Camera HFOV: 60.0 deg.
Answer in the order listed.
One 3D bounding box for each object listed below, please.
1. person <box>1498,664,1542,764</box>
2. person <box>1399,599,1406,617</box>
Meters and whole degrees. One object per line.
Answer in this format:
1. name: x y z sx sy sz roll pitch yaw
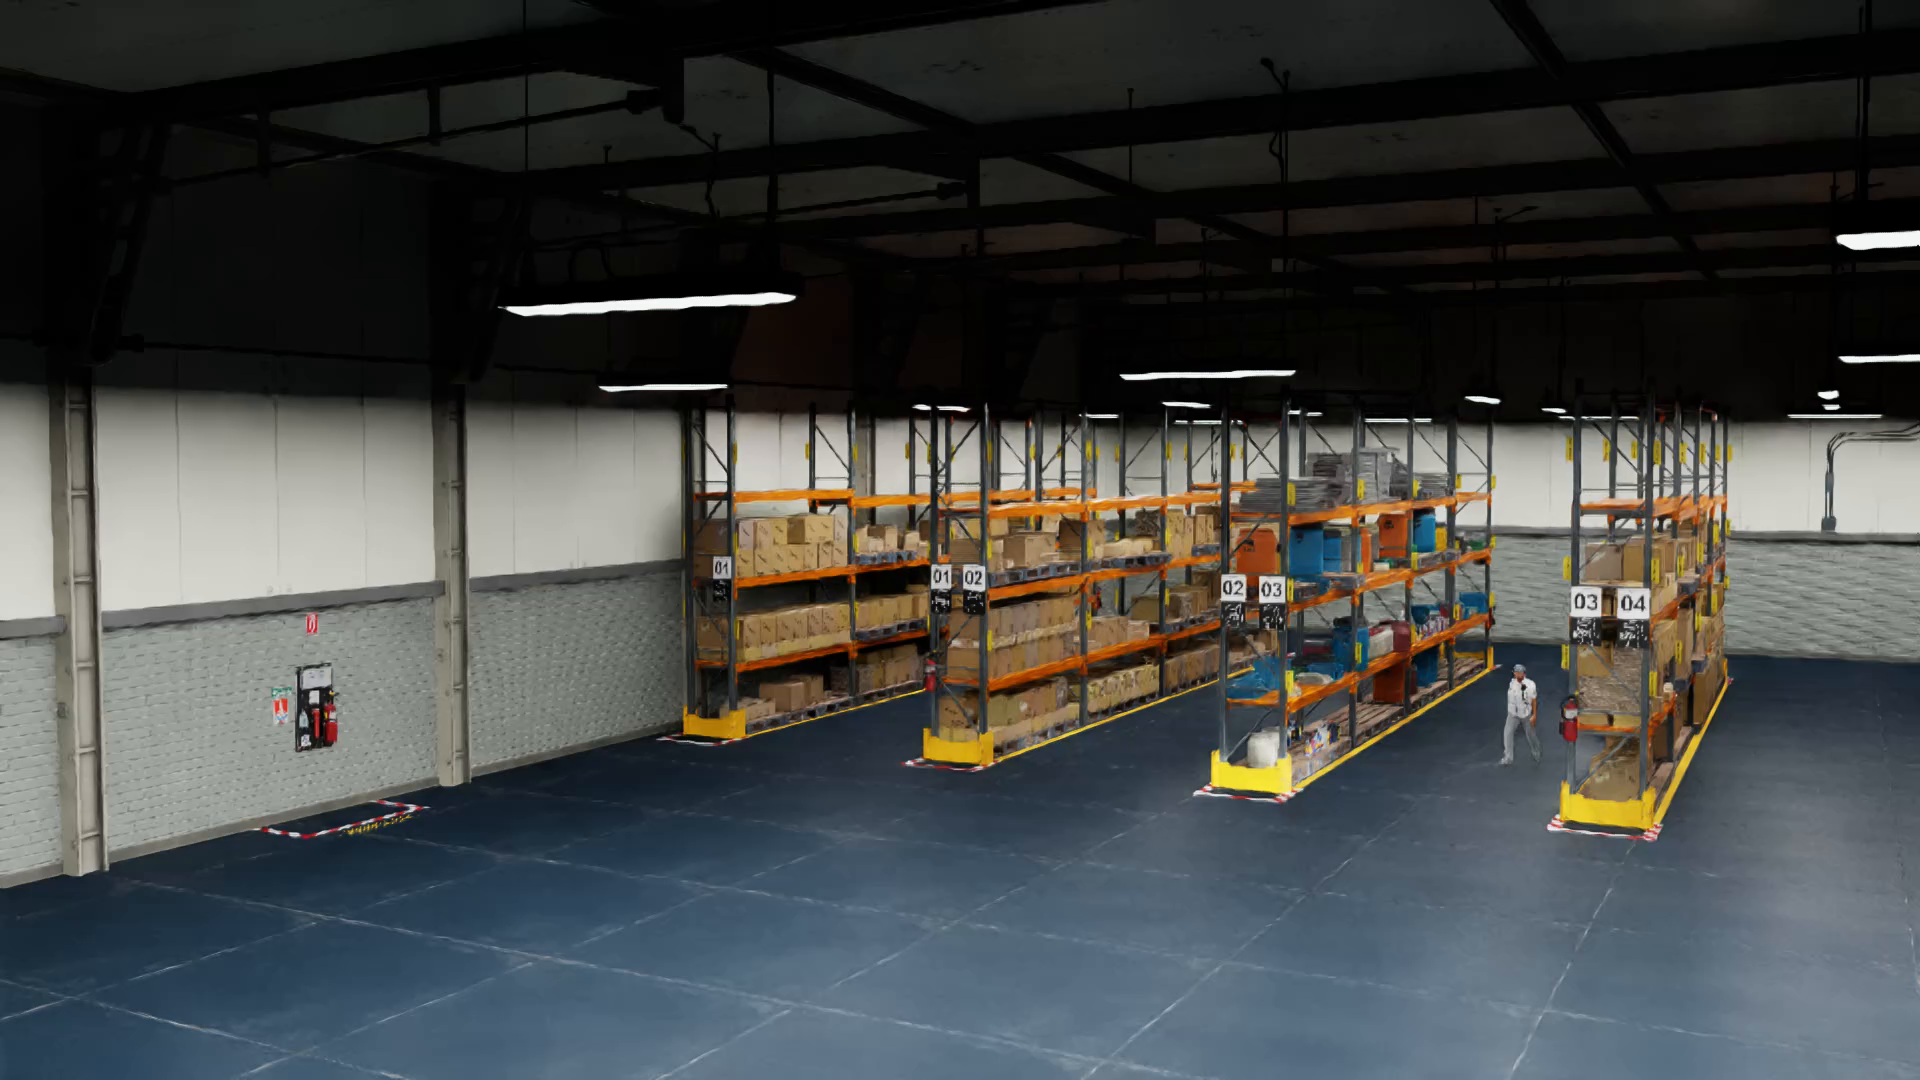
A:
1. person: 9.055 2.783 26.707 0.498 1.610 0.916 3 4 44
2. person: 10.093 2.177 37.385 0.952 1.734 0.596 -3 4 -42
